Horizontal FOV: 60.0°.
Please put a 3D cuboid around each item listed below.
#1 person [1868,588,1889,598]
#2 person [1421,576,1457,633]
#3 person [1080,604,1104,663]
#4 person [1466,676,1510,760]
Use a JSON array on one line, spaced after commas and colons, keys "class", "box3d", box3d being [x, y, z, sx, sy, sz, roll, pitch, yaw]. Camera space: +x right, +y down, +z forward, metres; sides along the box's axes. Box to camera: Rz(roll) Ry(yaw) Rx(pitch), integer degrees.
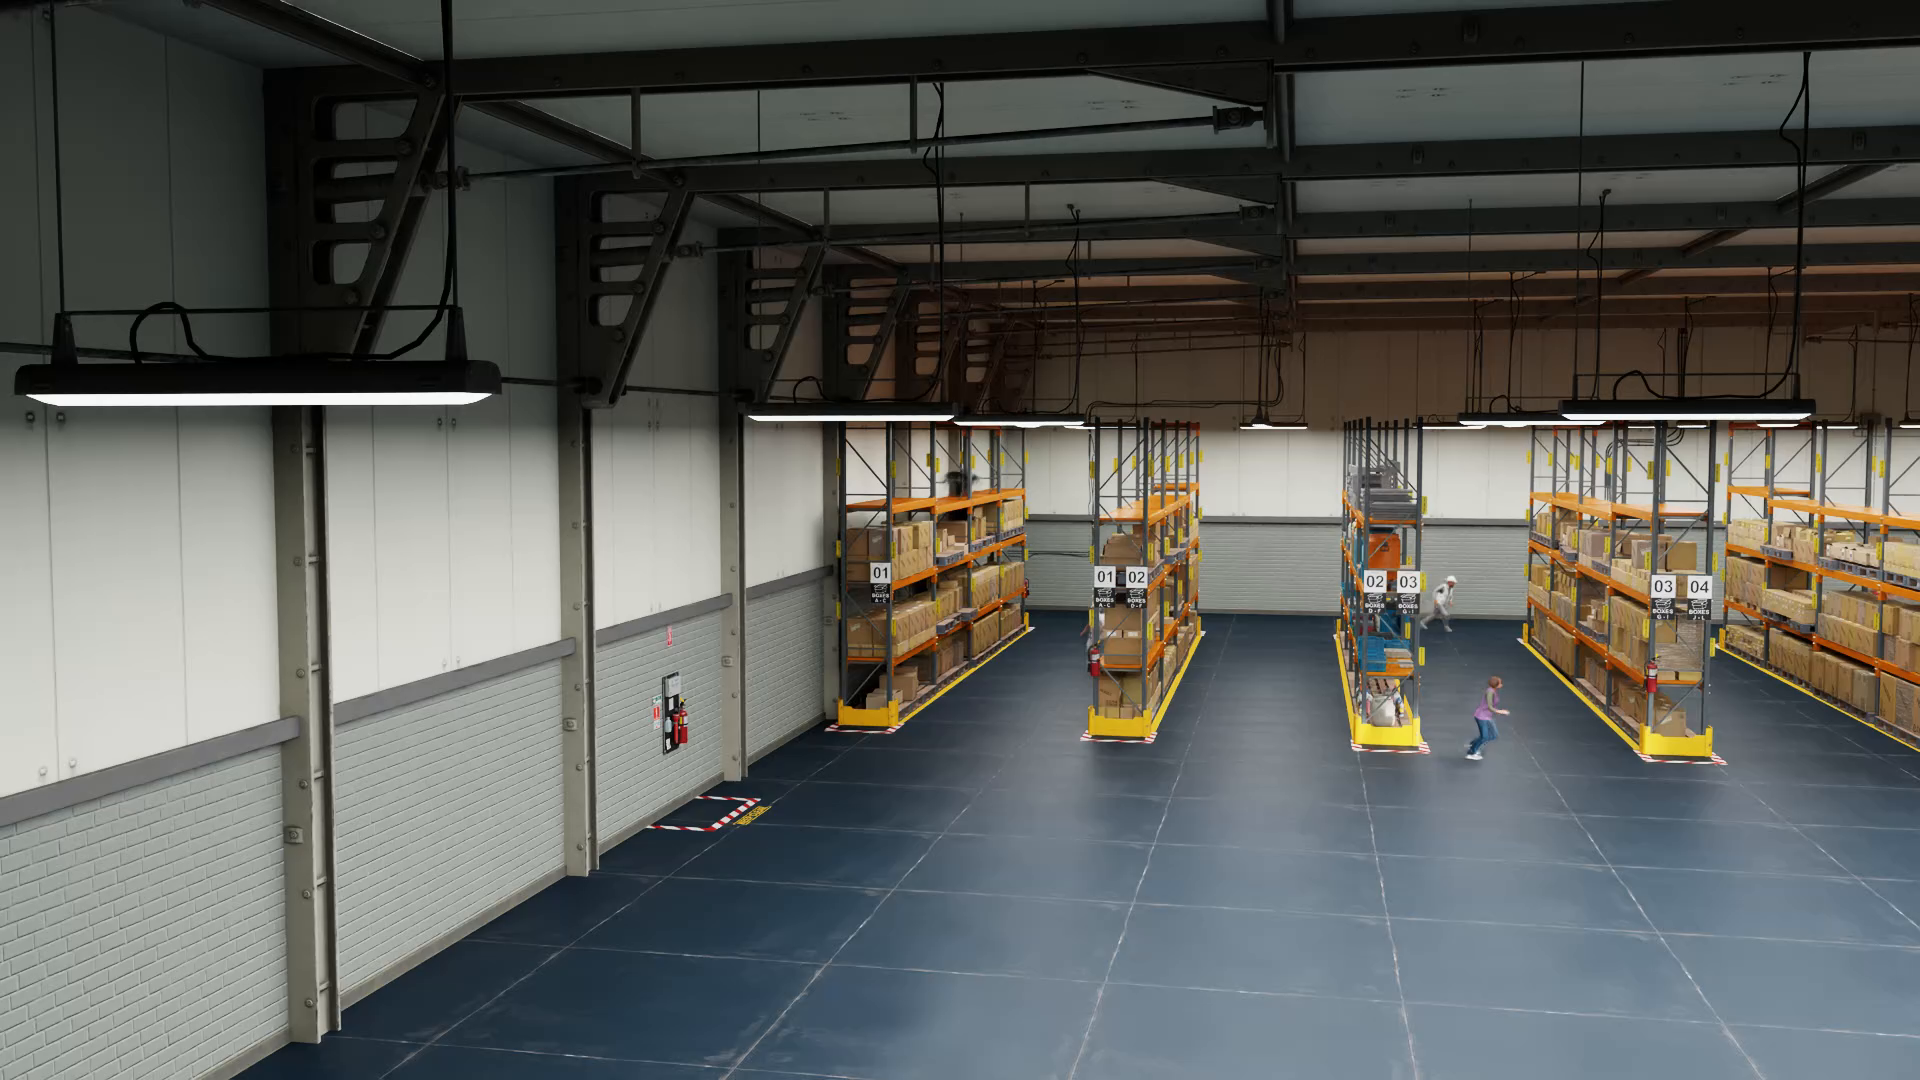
[{"class": "person", "box3d": [24.787, 2.044, 44.569, 1.005, 1.699, 0.701, 1, 4, 12]}, {"class": "person", "box3d": [13.710, 1.811, 47.617, 0.662, 1.617, 1.108, -3, 5, -41]}, {"class": "person", "box3d": [3.275, 2.325, 39.827, 0.793, 1.671, 0.539, 3, 5, 41]}, {"class": "person", "box3d": [9.192, 3.099, 28.938, 0.726, 1.491, 0.526, 2, 4, 32]}]
